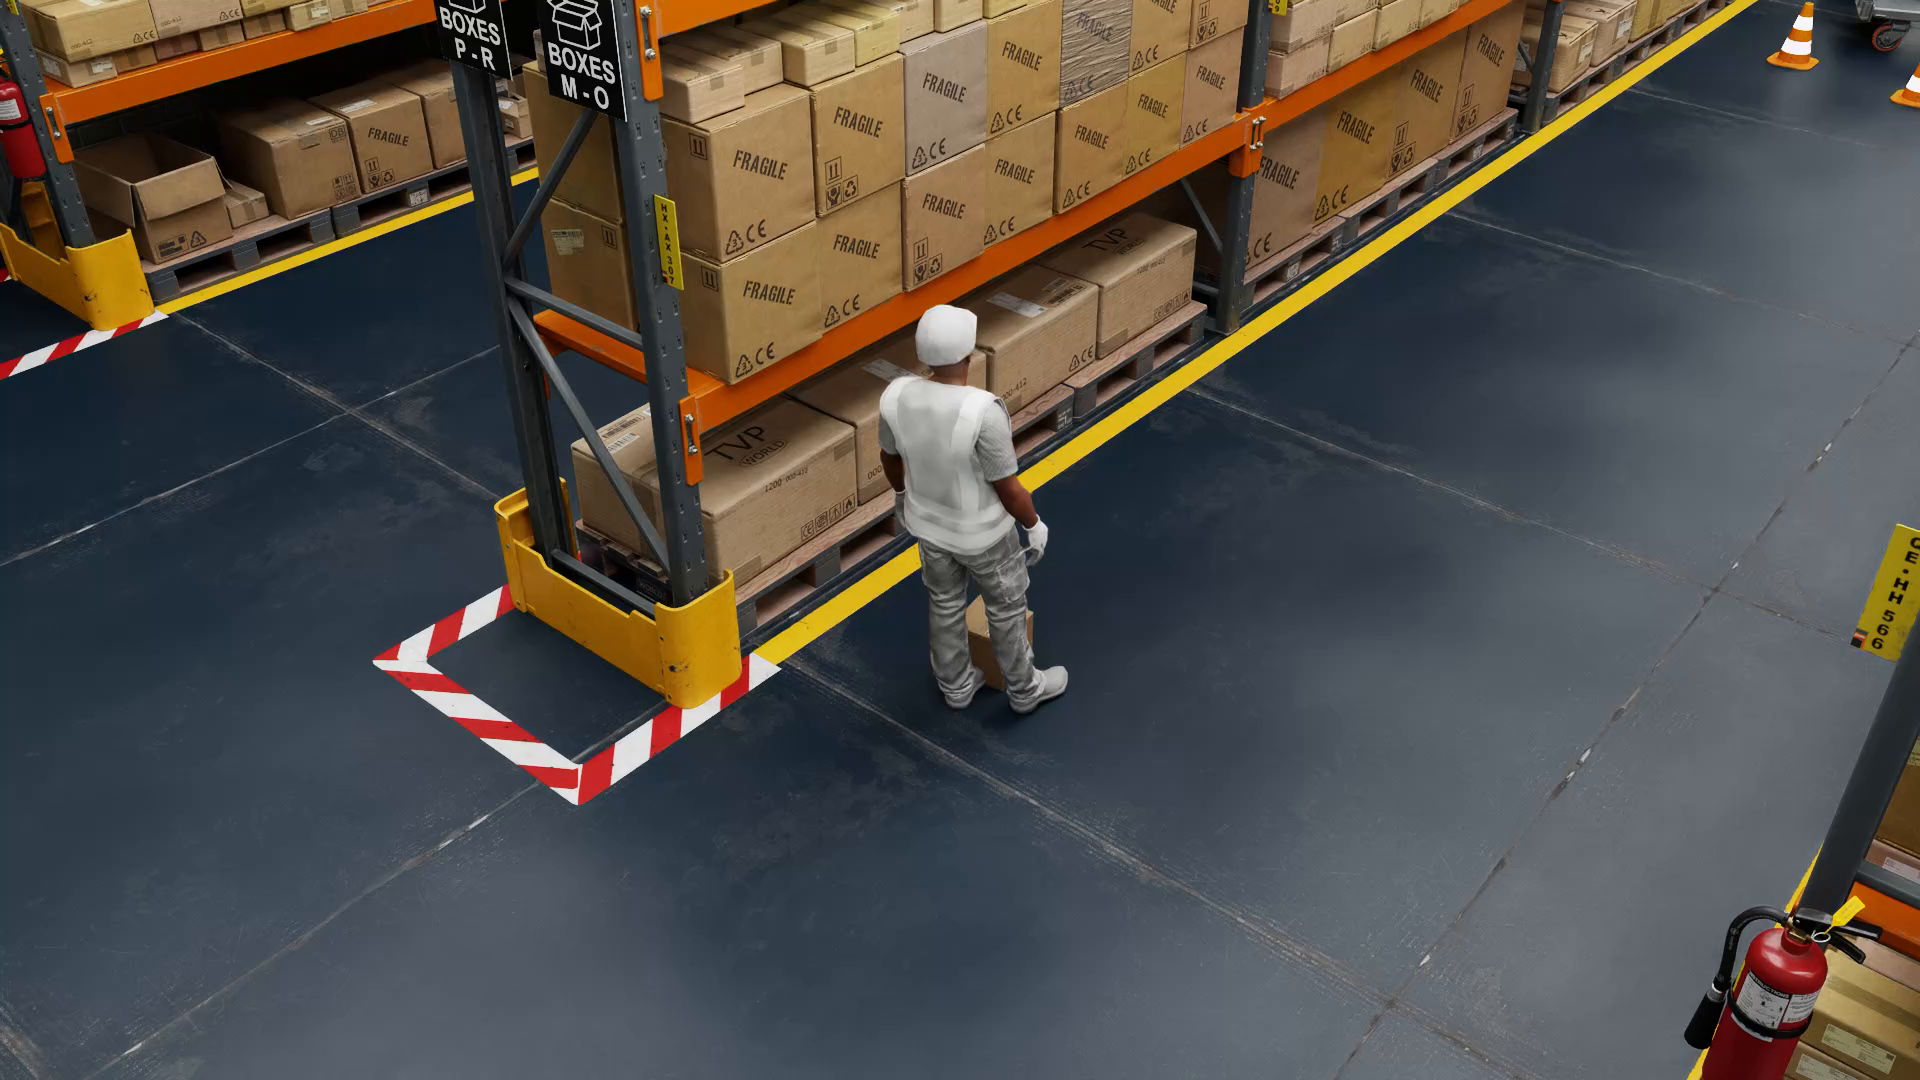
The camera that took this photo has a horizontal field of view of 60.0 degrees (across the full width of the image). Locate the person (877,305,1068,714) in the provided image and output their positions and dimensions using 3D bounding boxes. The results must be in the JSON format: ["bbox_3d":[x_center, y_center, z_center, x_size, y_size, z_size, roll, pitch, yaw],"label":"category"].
[{"bbox_3d":[0.052,-0.111,6.270,0.657,1.783,0.577,20,39,26],"label":"person"}]
